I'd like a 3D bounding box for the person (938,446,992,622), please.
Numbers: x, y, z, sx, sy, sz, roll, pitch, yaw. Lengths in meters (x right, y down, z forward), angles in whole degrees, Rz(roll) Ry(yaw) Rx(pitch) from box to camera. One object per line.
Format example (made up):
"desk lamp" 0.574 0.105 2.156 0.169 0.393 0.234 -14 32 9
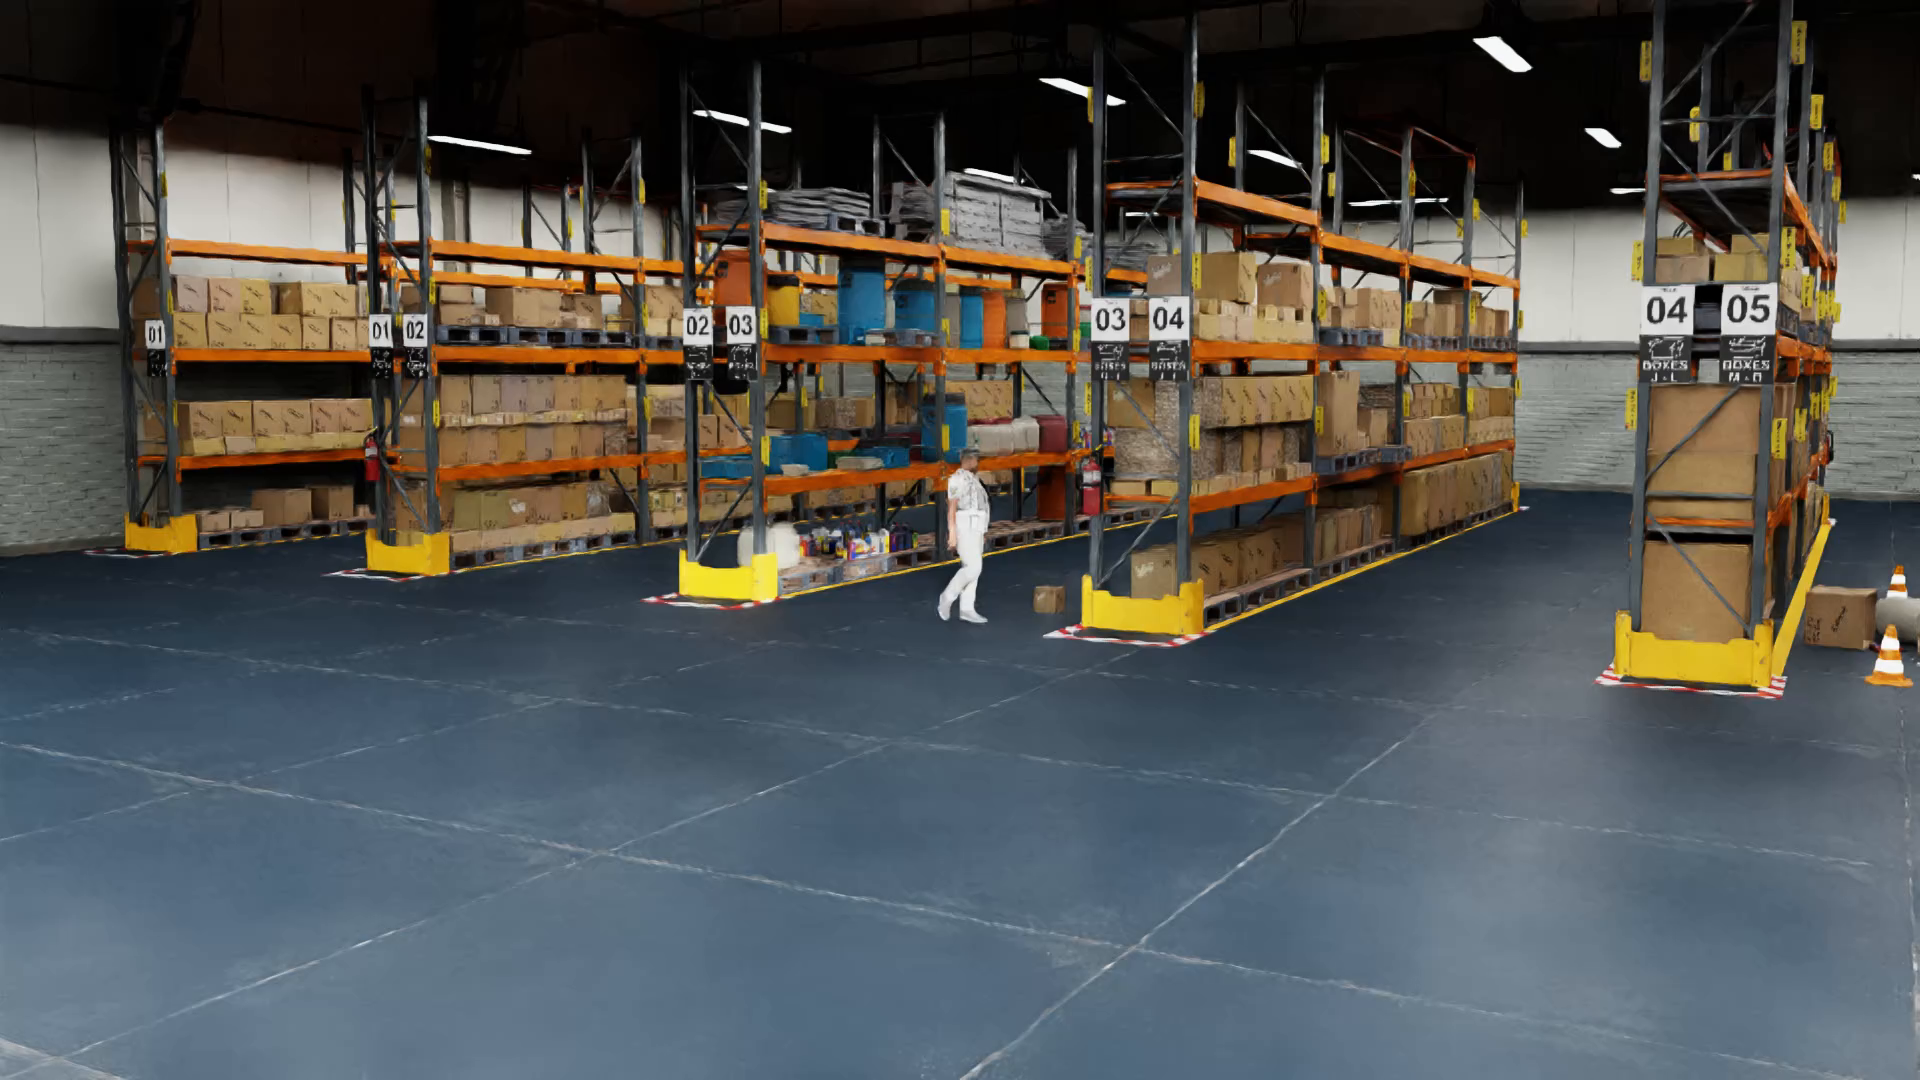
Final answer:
"person" 0.075 -0.062 16.677 0.476 1.748 0.690 2 6 22
